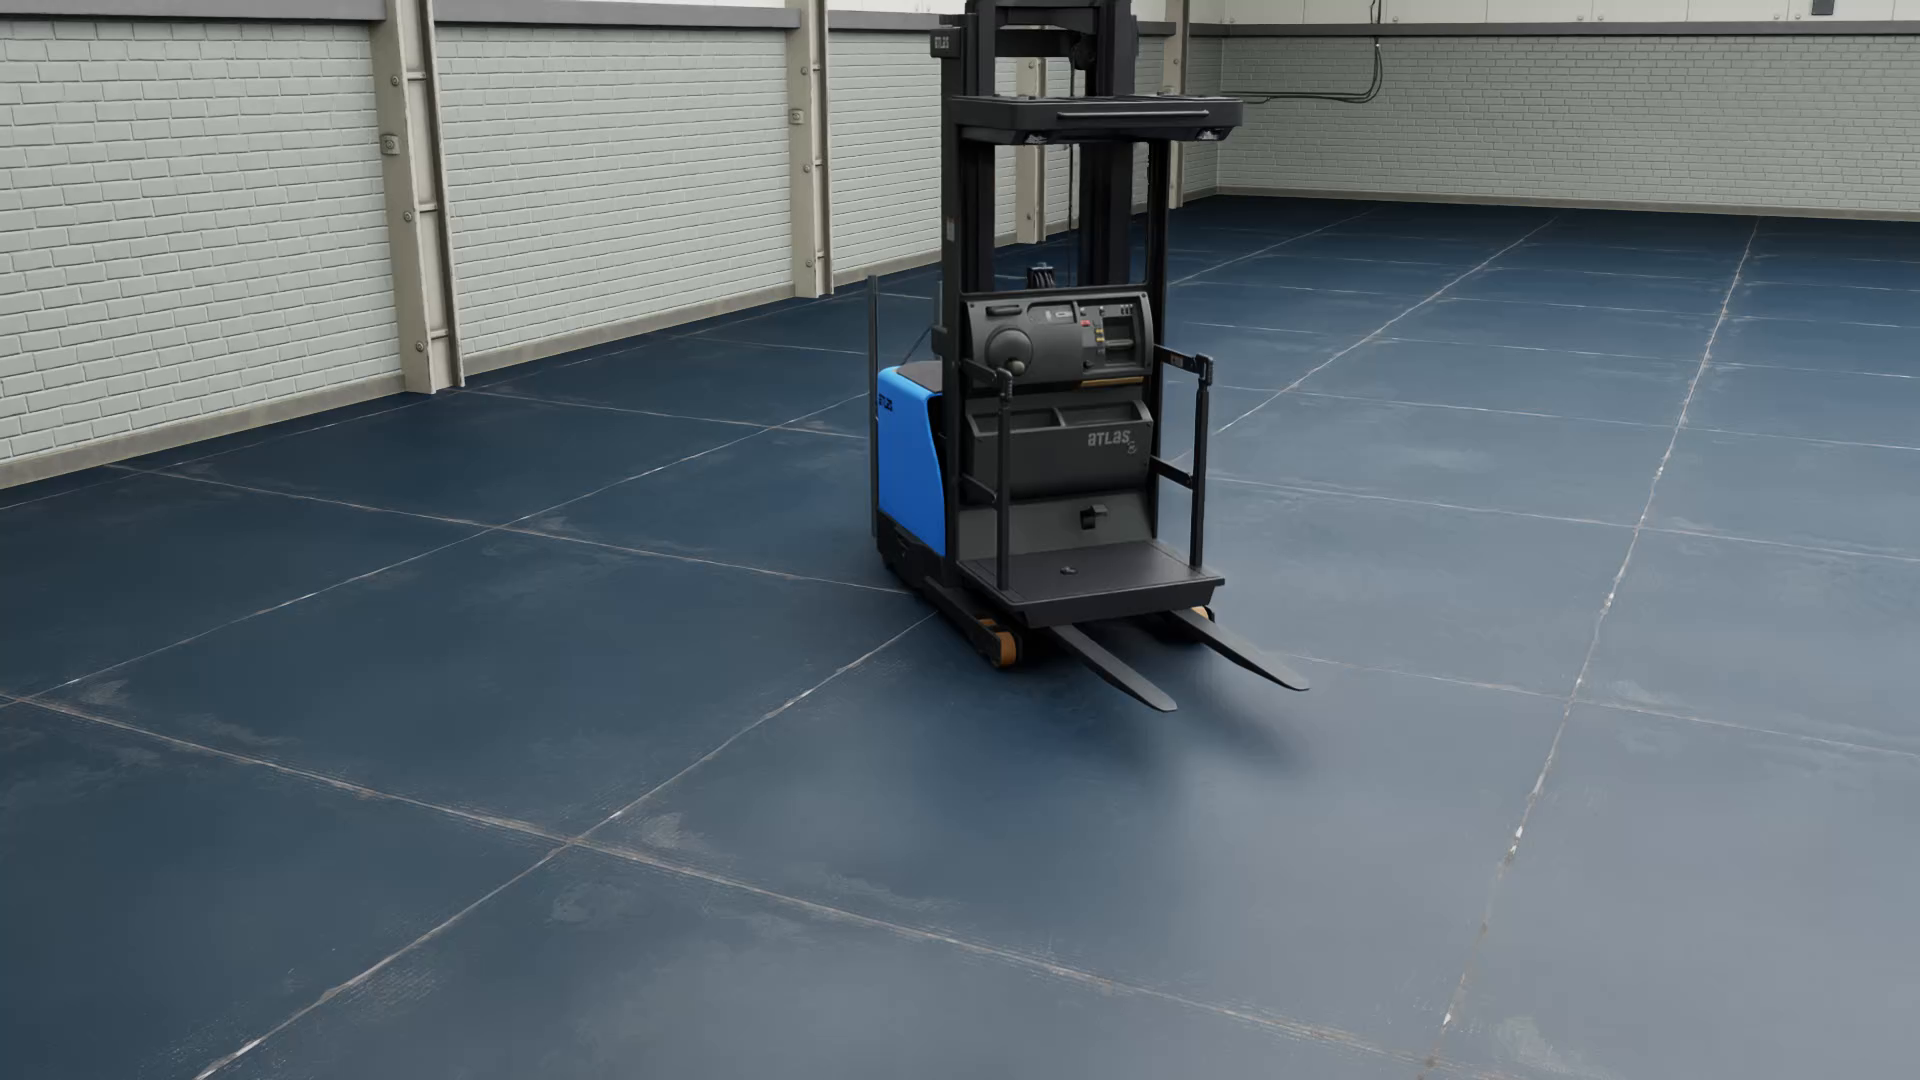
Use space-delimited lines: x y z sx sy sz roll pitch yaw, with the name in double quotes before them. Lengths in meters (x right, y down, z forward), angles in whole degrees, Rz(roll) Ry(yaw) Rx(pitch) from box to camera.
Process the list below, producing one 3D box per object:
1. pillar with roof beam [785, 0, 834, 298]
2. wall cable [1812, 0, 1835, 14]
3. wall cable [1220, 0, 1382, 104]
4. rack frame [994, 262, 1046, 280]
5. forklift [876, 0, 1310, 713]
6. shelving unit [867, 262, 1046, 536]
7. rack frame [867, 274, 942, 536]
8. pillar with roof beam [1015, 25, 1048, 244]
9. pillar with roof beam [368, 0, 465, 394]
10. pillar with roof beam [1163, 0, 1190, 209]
"pillar with roof beam" 2.186 -6.551 15.777 9.100 9.000 0.400 8 18 25
"wall cable" 14.682 -11.156 25.308 2.305 6.003 0.169 8 18 25
"wall cable" 6.196 -9.249 30.314 3.097 2.526 0.112 8 18 25
"rack frame" 0.293 -0.943 10.066 0.500 1.500 0.032 12 20 34
"forklift" 0.555 -0.958 7.603 1.130 2.935 3.031 -6 18 -21
"shelving unit" -0.003 -0.826 9.670 0.538 1.500 1.048 12 20 34
"rack frame" -0.300 -0.708 9.274 0.500 1.500 0.032 12 20 34
"pillar with roof beam" 4.867 -8.080 20.922 9.100 9.000 0.400 8 18 25
"pillar with roof beam" -0.495 -5.023 10.631 9.100 9.000 0.400 8 18 25
"pillar with roof beam" 7.548 -9.608 26.068 9.100 9.000 0.400 8 18 25
